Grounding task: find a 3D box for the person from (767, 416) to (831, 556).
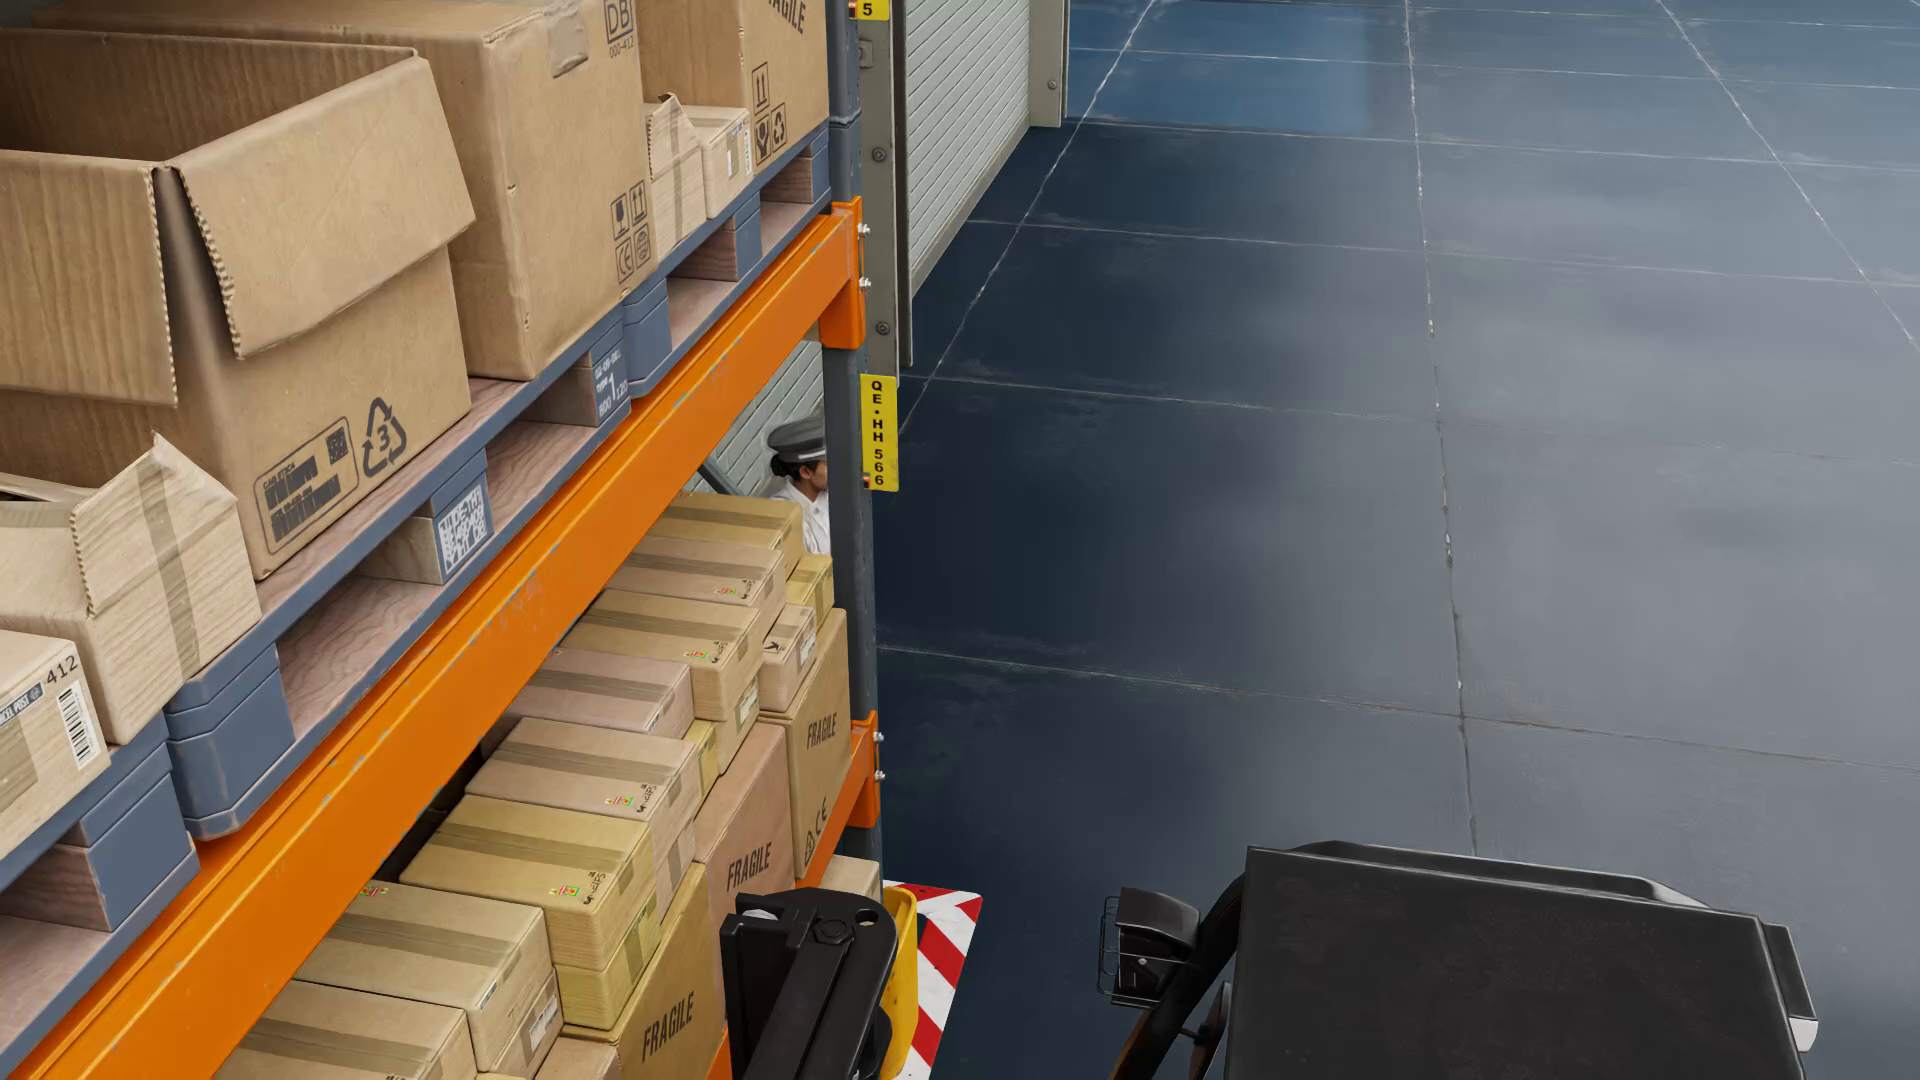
[{"bbox_3d":[-0.656,0.314,6.041,0.531,1.669,0.532,14,32,23],"label":"person"}]
